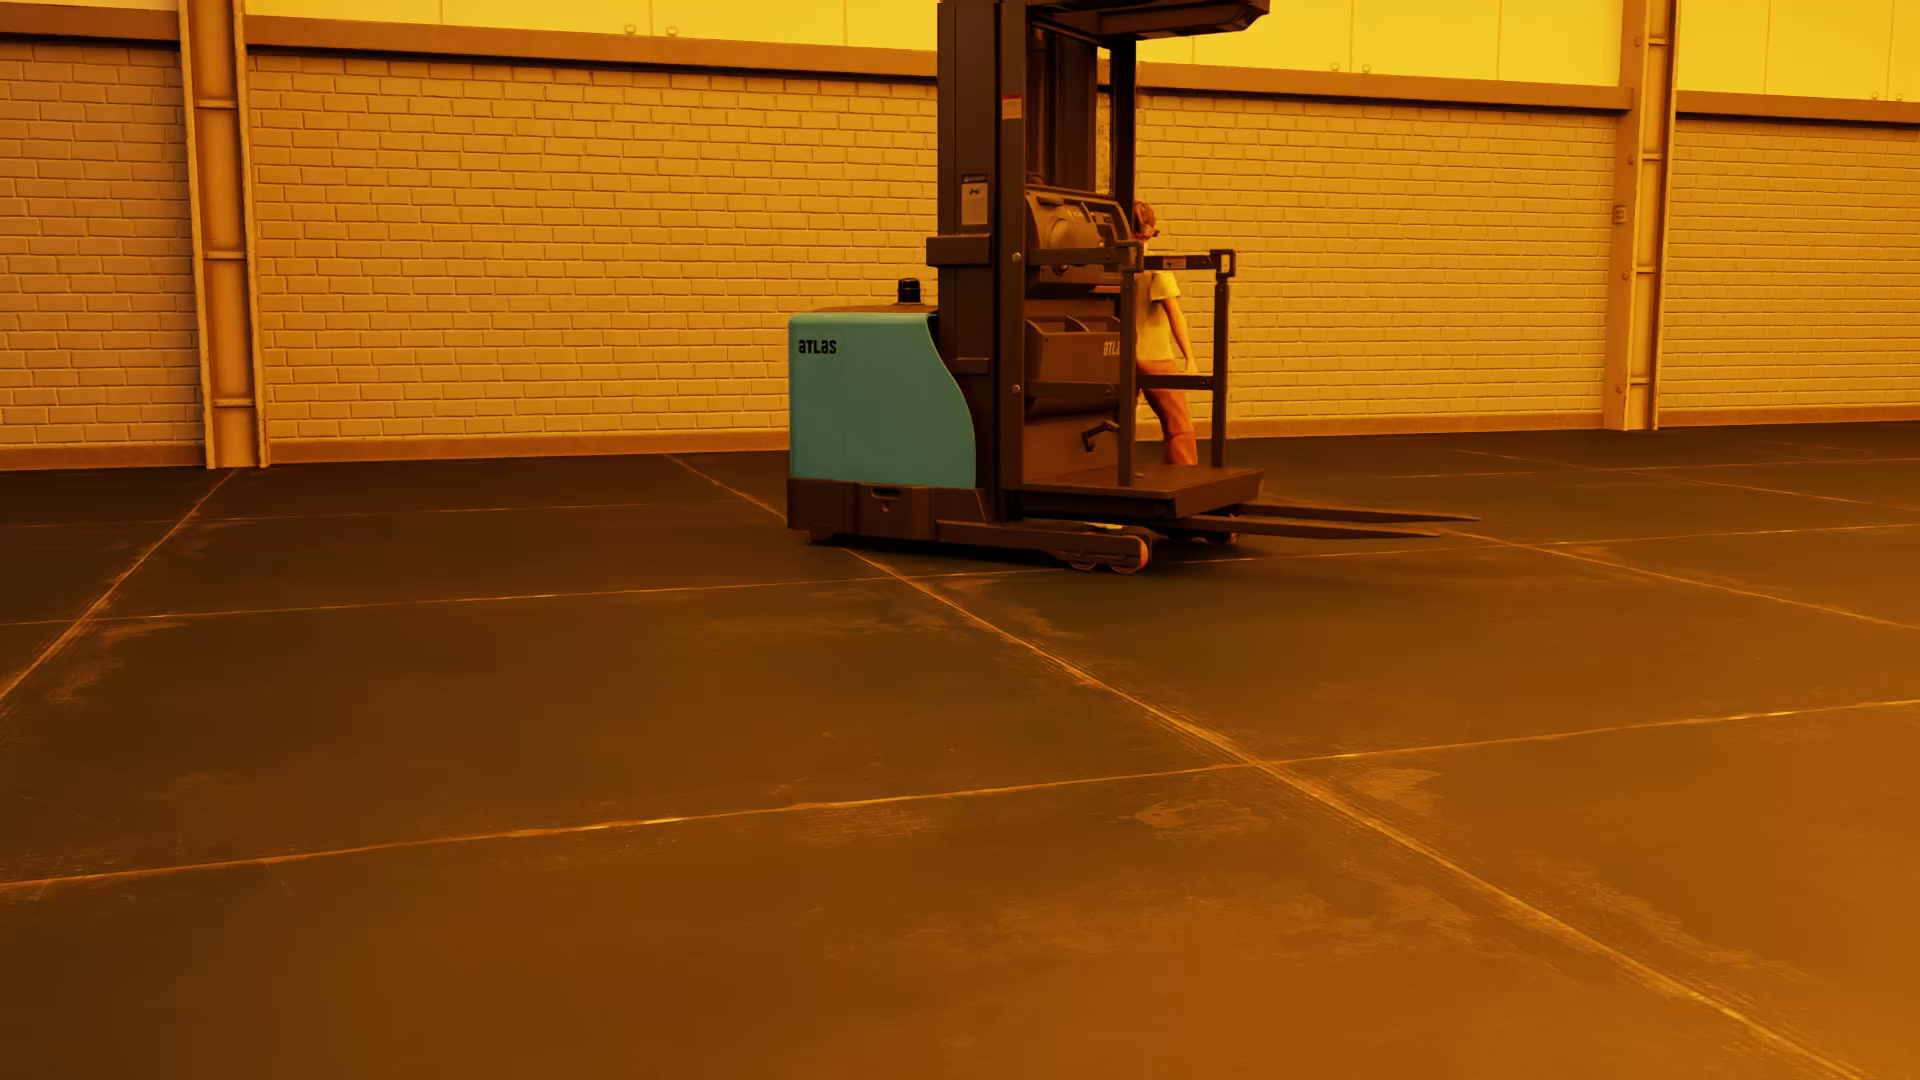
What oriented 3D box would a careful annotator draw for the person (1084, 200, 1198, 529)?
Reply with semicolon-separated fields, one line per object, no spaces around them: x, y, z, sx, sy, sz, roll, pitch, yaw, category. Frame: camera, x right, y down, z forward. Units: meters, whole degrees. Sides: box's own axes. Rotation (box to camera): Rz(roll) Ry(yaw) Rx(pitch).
0.972;-0.876;8.385;0.653;1.644;0.845;6;10;36;person

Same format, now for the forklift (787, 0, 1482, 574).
0.715;-1.392;7.279;3.031;2.935;1.130;5;9;31;forklift
